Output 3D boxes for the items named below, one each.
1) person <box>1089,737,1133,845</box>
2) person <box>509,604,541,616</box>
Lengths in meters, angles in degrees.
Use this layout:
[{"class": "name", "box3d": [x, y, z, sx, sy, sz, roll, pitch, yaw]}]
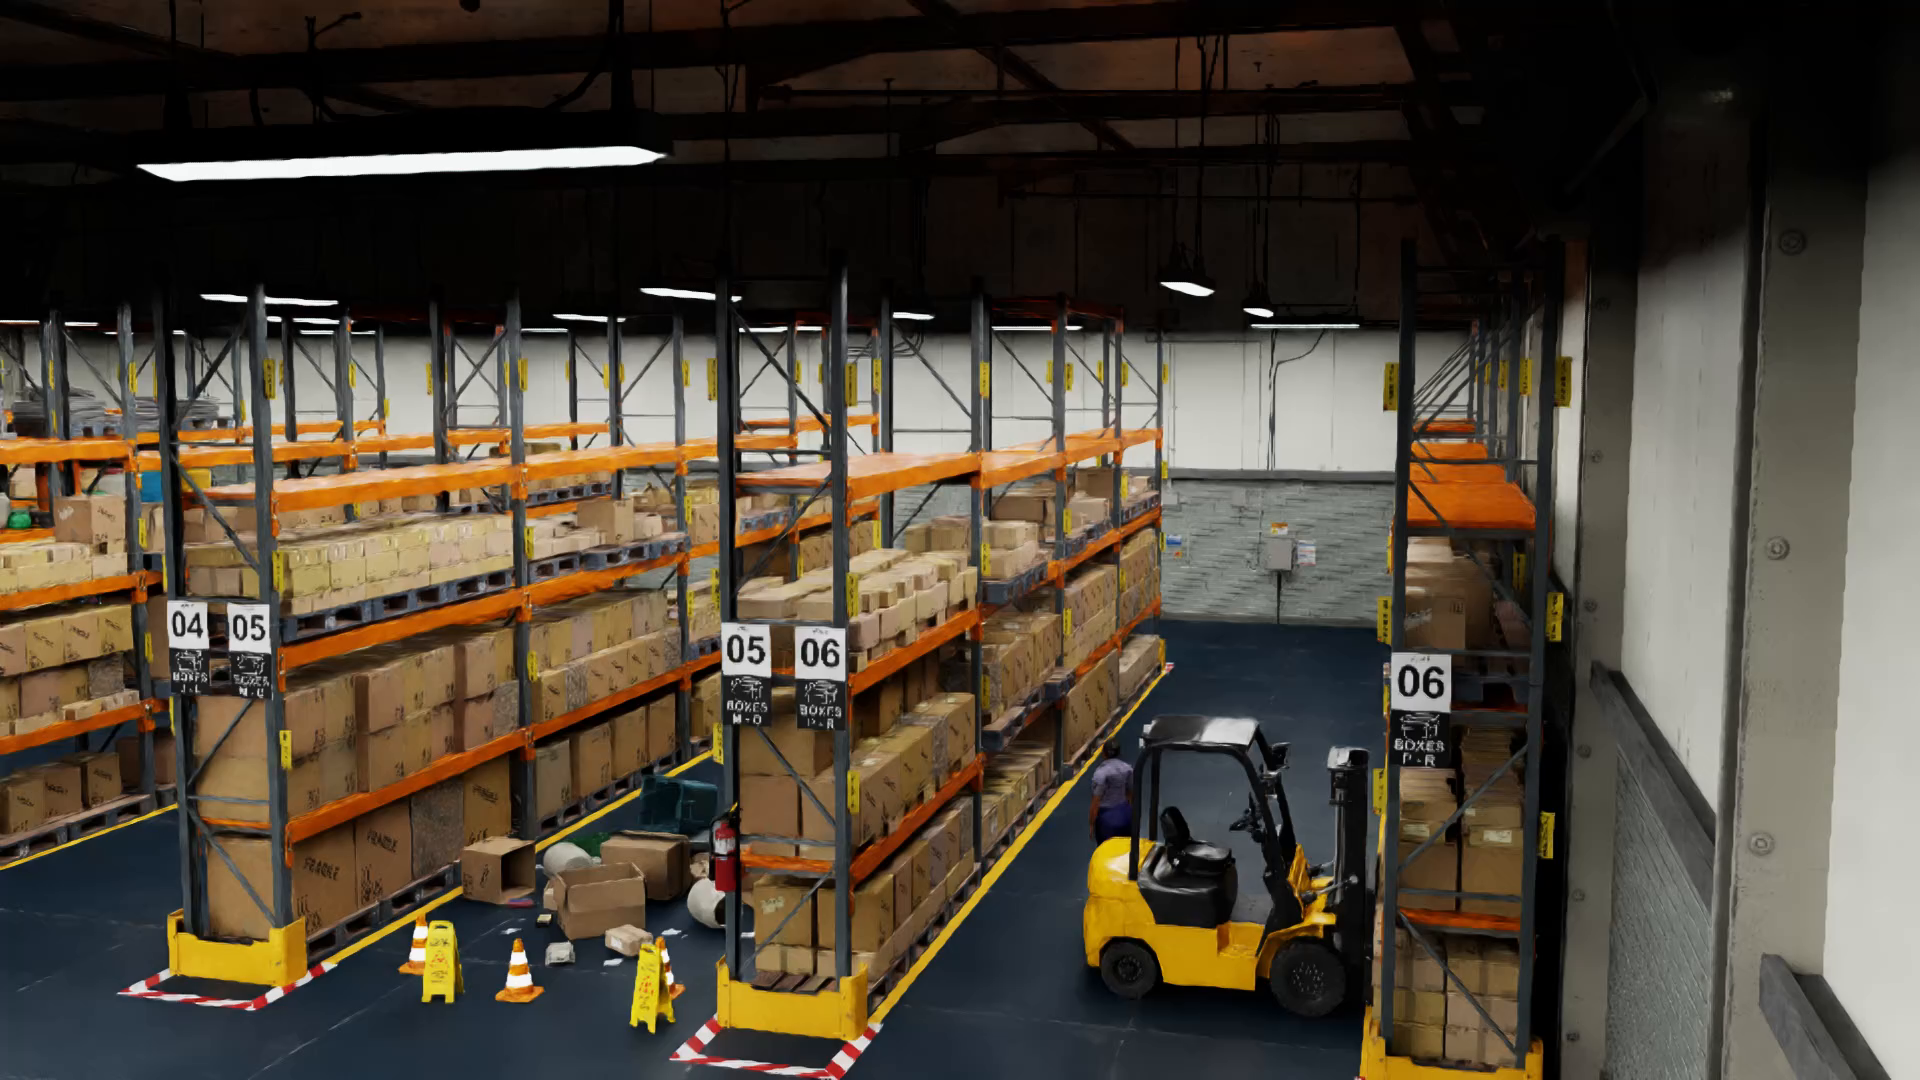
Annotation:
[{"class": "person", "box3d": [1.421, 2.674, 15.767, 0.598, 1.644, 0.556, -6, 8, -43]}, {"class": "person", "box3d": [-6.583, 1.612, 25.113, 0.636, 1.782, 0.551, -6, 8, -44]}]
